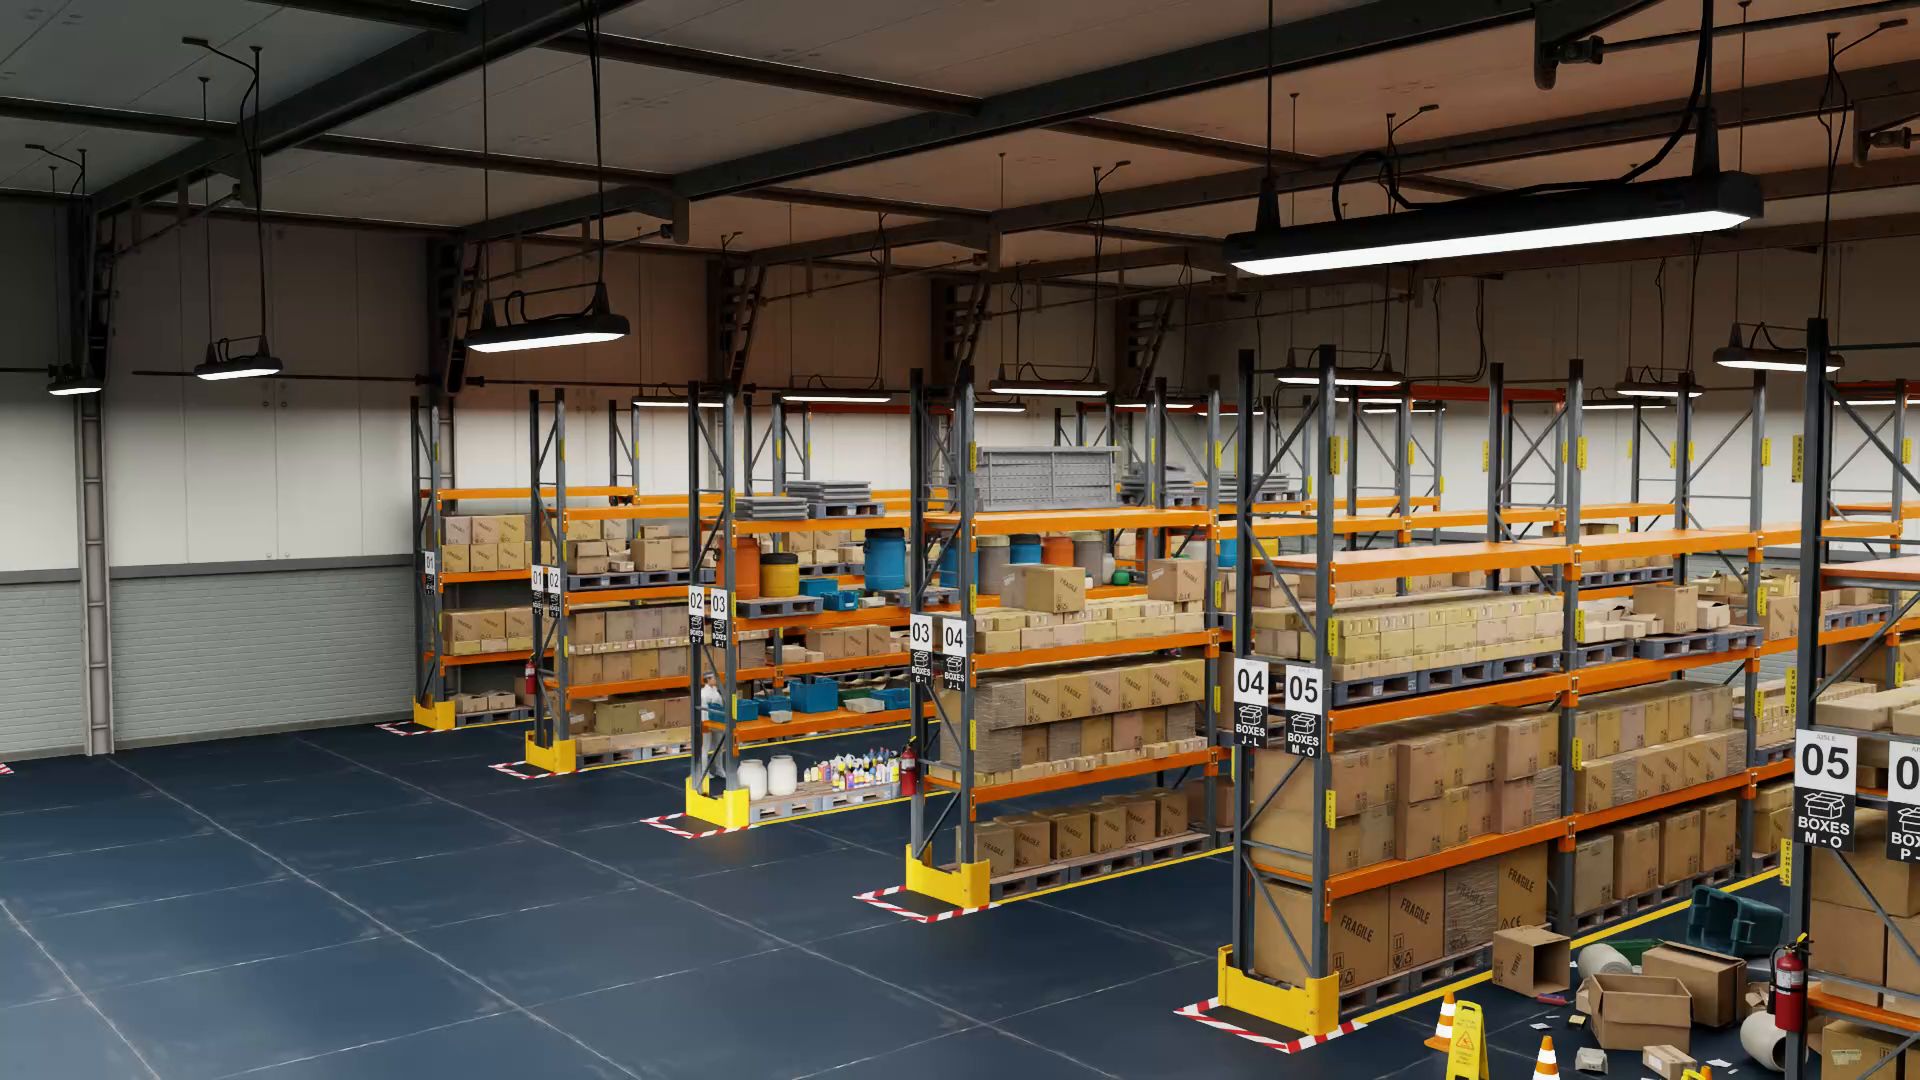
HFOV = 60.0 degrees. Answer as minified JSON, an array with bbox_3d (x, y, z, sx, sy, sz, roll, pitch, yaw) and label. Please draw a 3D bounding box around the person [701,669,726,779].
[{"bbox_3d":[-3.807,2.840,25.532,0.407,1.719,0.535,2,4,27],"label":"person"}]
